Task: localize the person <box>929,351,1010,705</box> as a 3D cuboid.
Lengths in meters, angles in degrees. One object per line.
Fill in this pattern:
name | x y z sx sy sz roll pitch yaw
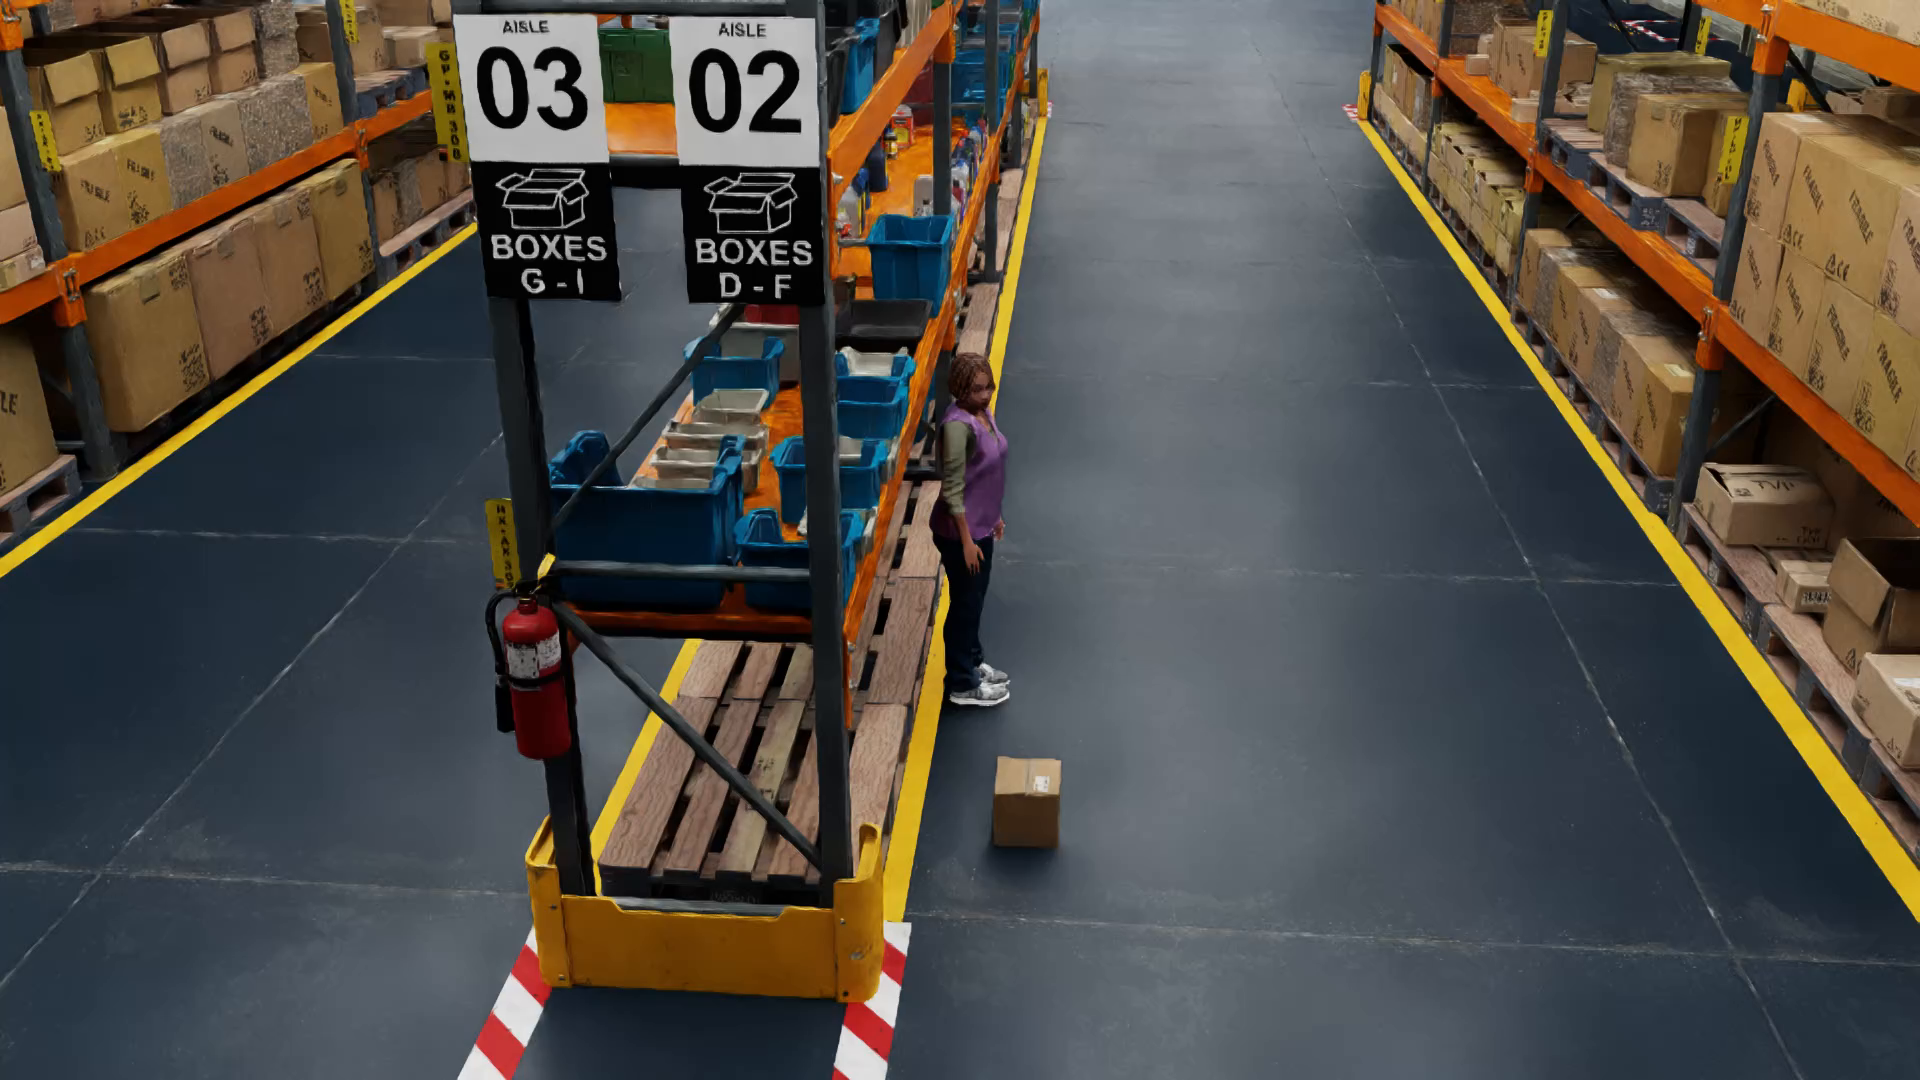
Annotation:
person | 0.055 -0.032 7.166 0.363 1.632 0.460 7 26 15
